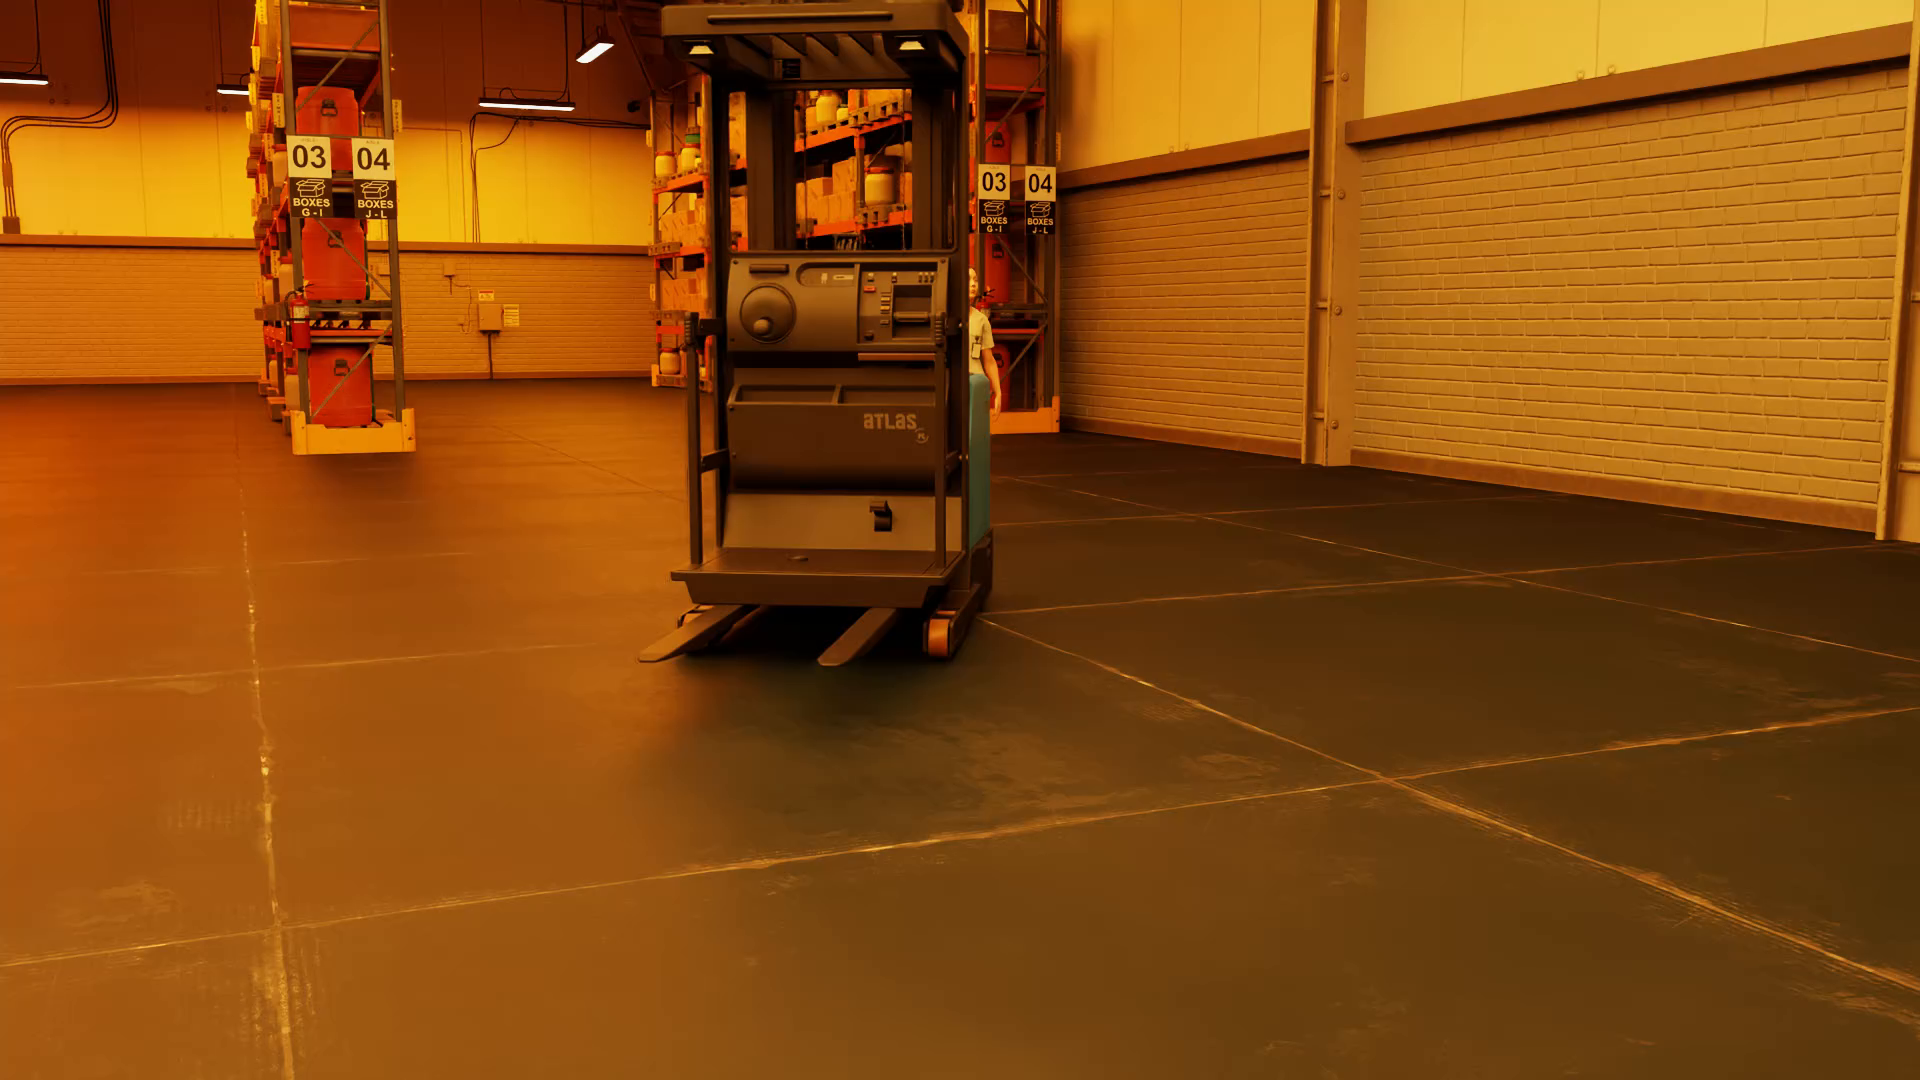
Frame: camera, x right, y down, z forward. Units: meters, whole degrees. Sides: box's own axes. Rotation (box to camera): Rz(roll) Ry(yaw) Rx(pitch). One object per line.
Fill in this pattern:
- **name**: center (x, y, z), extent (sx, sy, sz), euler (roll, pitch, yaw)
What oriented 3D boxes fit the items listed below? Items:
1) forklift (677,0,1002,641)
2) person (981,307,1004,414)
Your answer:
- **forklift**: center (-0.480, -1.087, 7.183), extent (1.130, 2.935, 3.031), euler (1, 8, 7)
- **person**: center (-0.012, -0.815, 9.930), extent (0.526, 1.666, 0.622), euler (1, 8, 7)
